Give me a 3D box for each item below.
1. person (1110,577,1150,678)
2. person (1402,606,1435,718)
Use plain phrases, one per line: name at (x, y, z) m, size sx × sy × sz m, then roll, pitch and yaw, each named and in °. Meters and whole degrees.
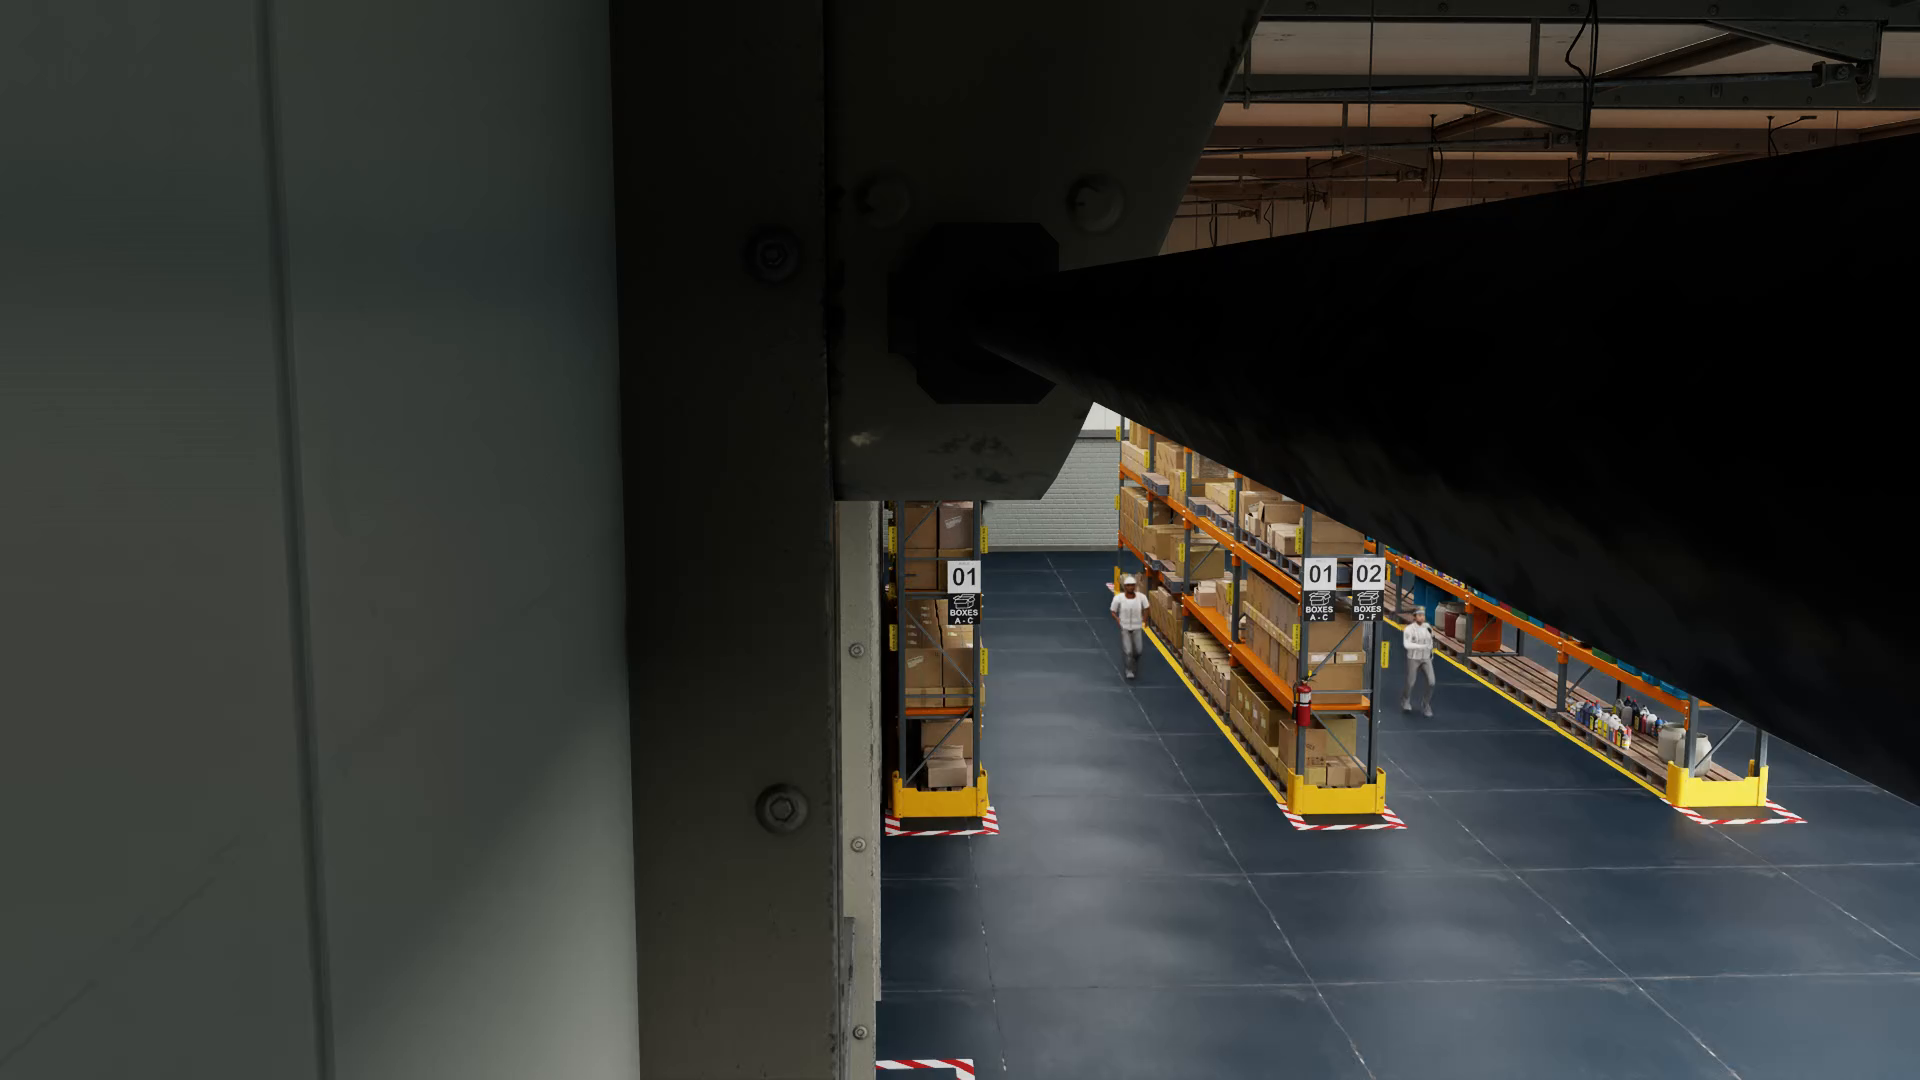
person at (2.860, 1.473, 27.844) m, size 0.674 × 1.721 × 0.569 m, roll 0°, pitch 8°, yaw 0°
person at (7.026, 1.861, 25.414) m, size 0.595 × 1.732 × 0.715 m, roll -1°, pitch 8°, yaw -10°
